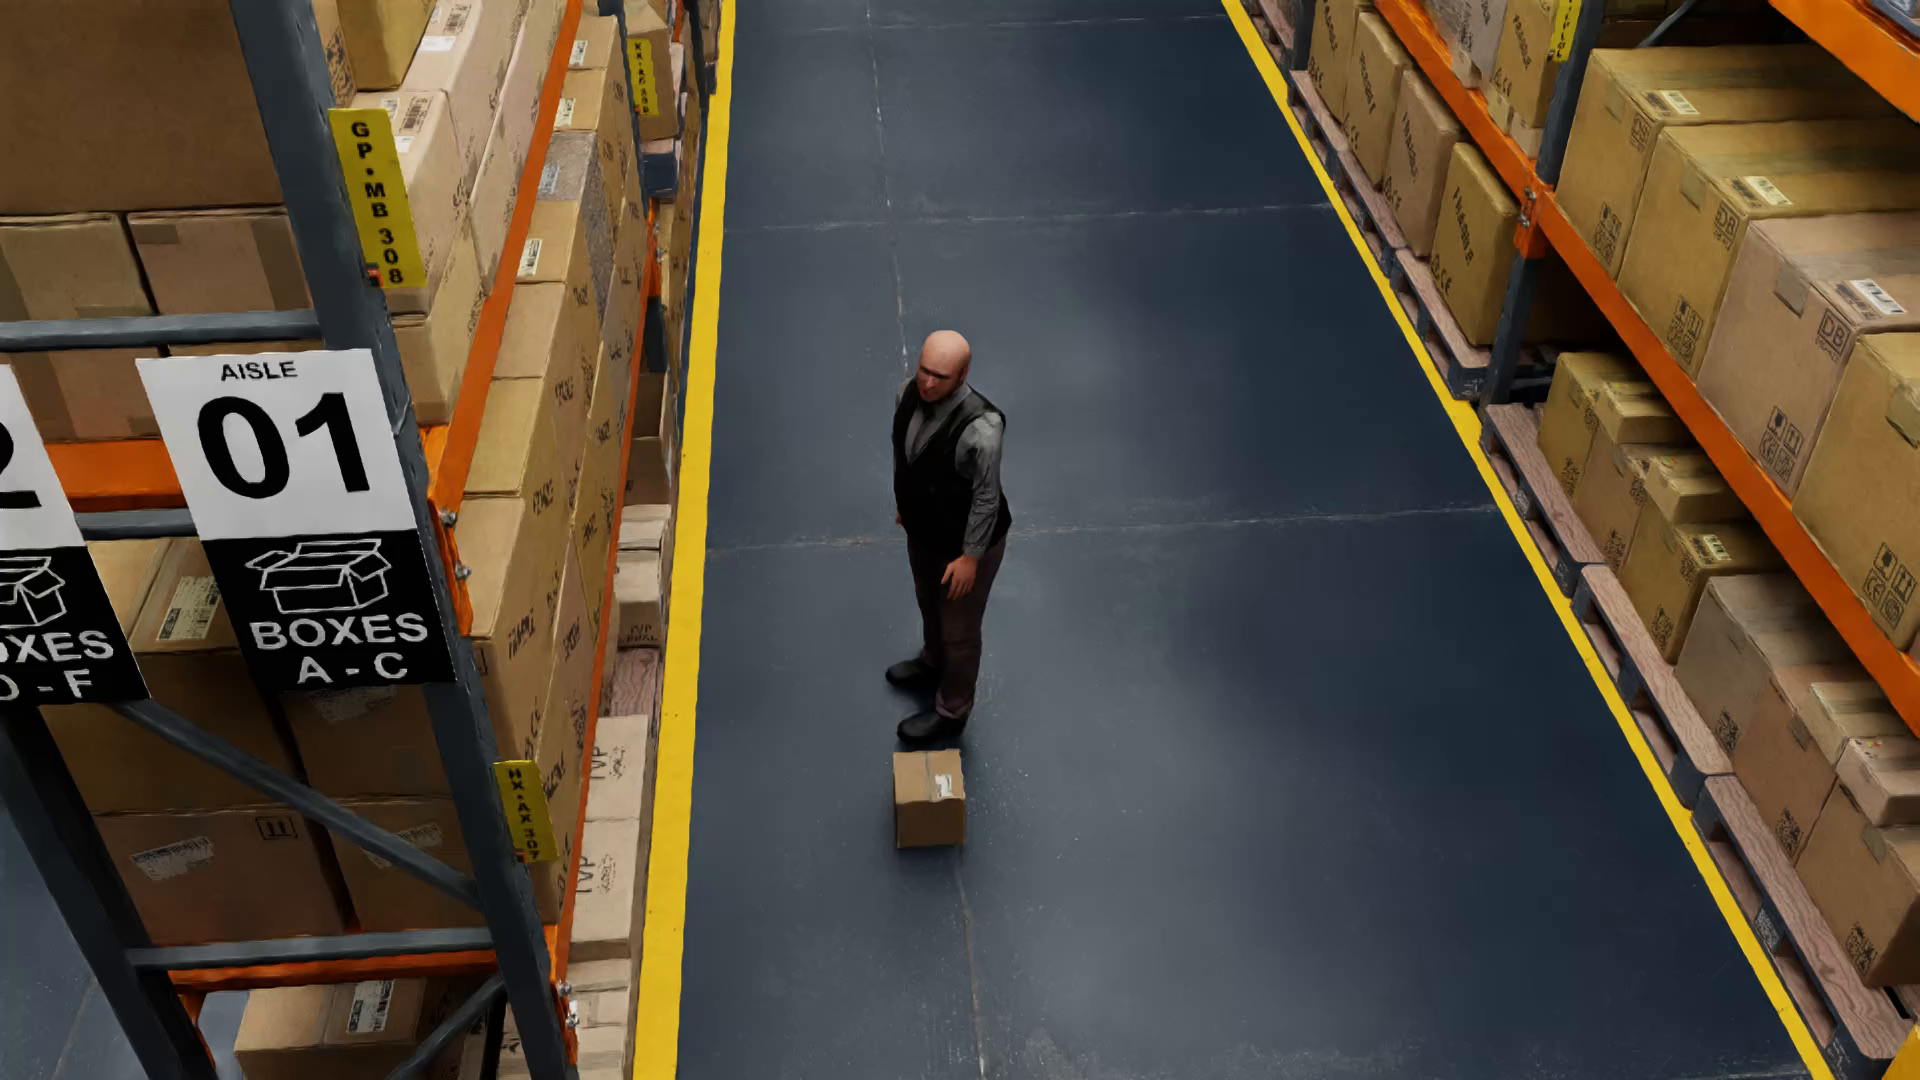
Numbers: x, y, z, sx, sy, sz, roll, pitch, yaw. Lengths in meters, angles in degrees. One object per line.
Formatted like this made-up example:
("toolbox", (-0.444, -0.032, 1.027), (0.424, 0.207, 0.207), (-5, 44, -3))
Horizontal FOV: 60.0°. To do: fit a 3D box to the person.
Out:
("person", (-0.114, -0.015, 6.157), (0.516, 1.730, 0.582), (-27, 46, -29))
